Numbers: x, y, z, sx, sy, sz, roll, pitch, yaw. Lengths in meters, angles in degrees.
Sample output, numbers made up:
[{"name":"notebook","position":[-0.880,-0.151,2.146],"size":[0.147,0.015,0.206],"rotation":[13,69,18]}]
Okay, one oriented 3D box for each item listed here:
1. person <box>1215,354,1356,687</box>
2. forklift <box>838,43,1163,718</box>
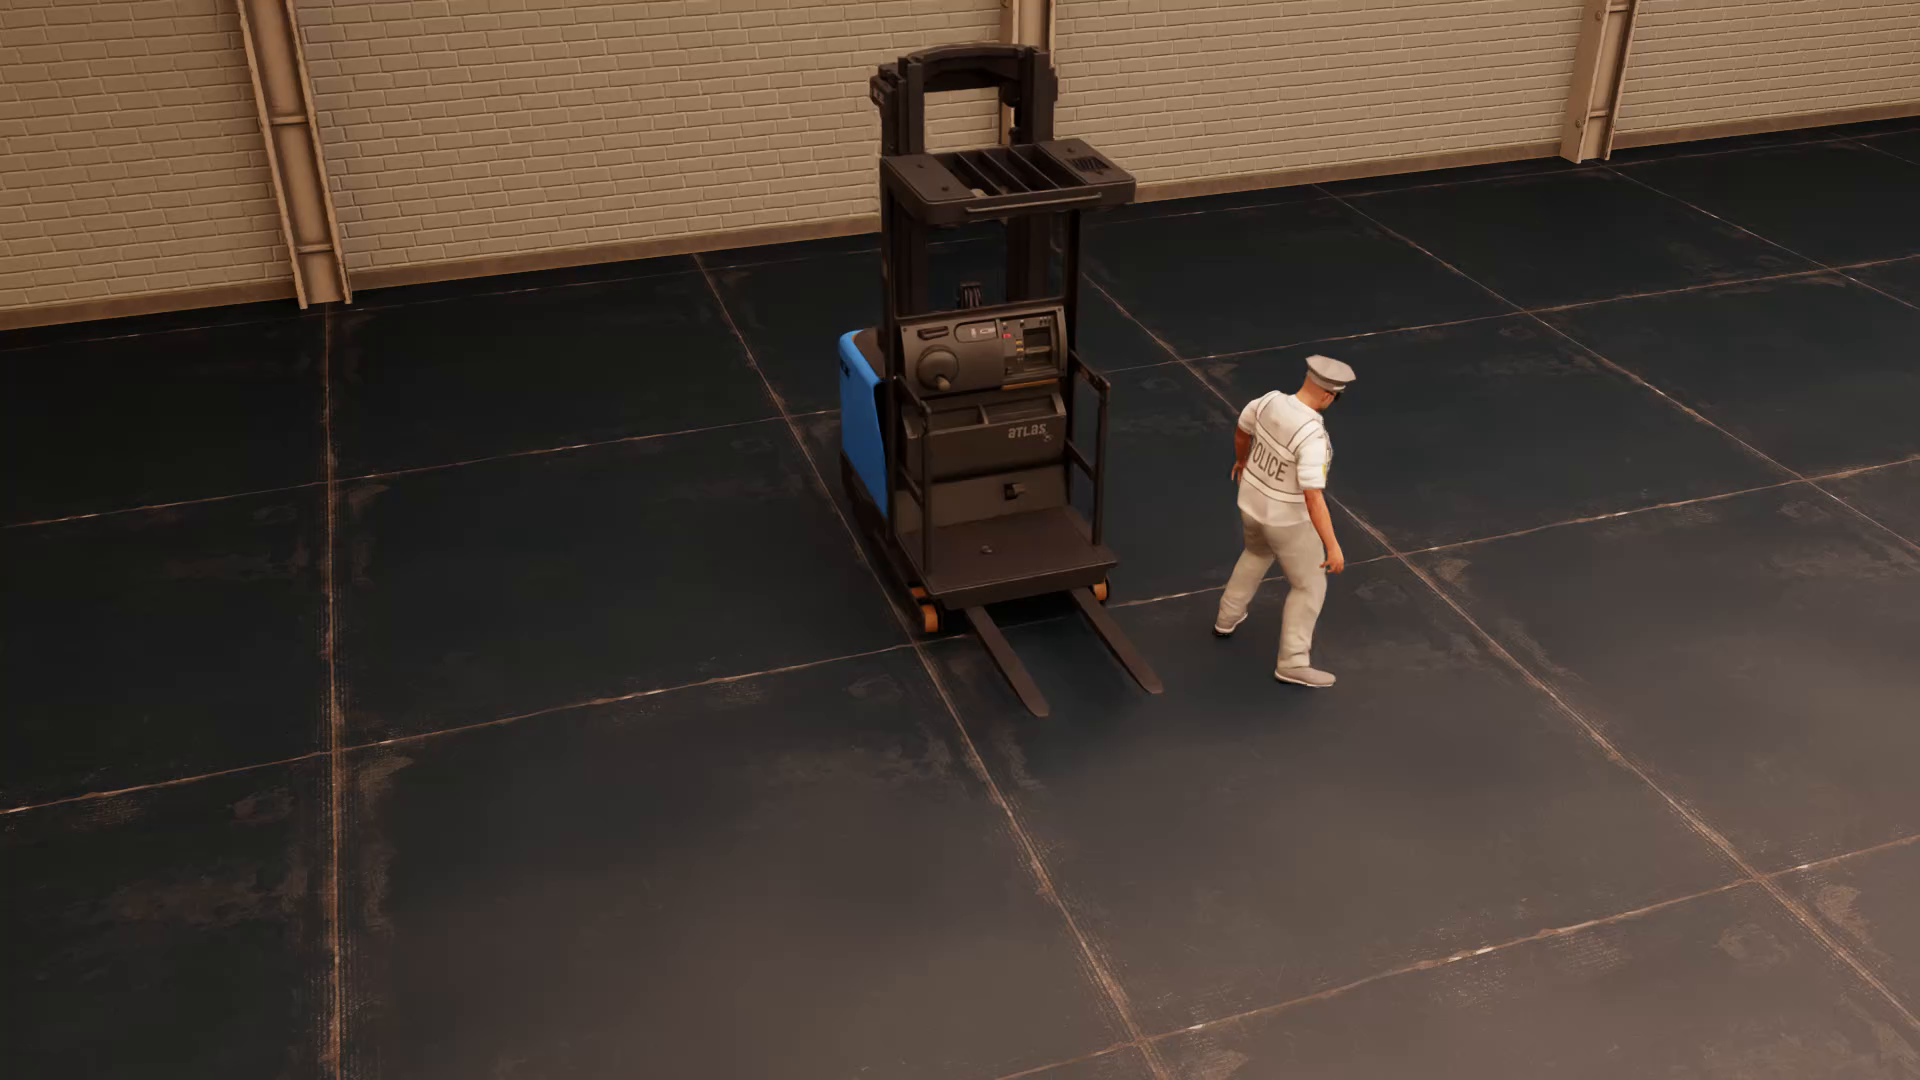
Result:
[{"name":"person","position":[1.699,-0.144,8.610],"size":[0.451,1.709,0.947],"rotation":[-15,33,-24]},{"name":"forklift","position":[0.205,-0.983,8.795],"size":[1.130,2.935,3.031],"rotation":[-10,31,-16]}]
